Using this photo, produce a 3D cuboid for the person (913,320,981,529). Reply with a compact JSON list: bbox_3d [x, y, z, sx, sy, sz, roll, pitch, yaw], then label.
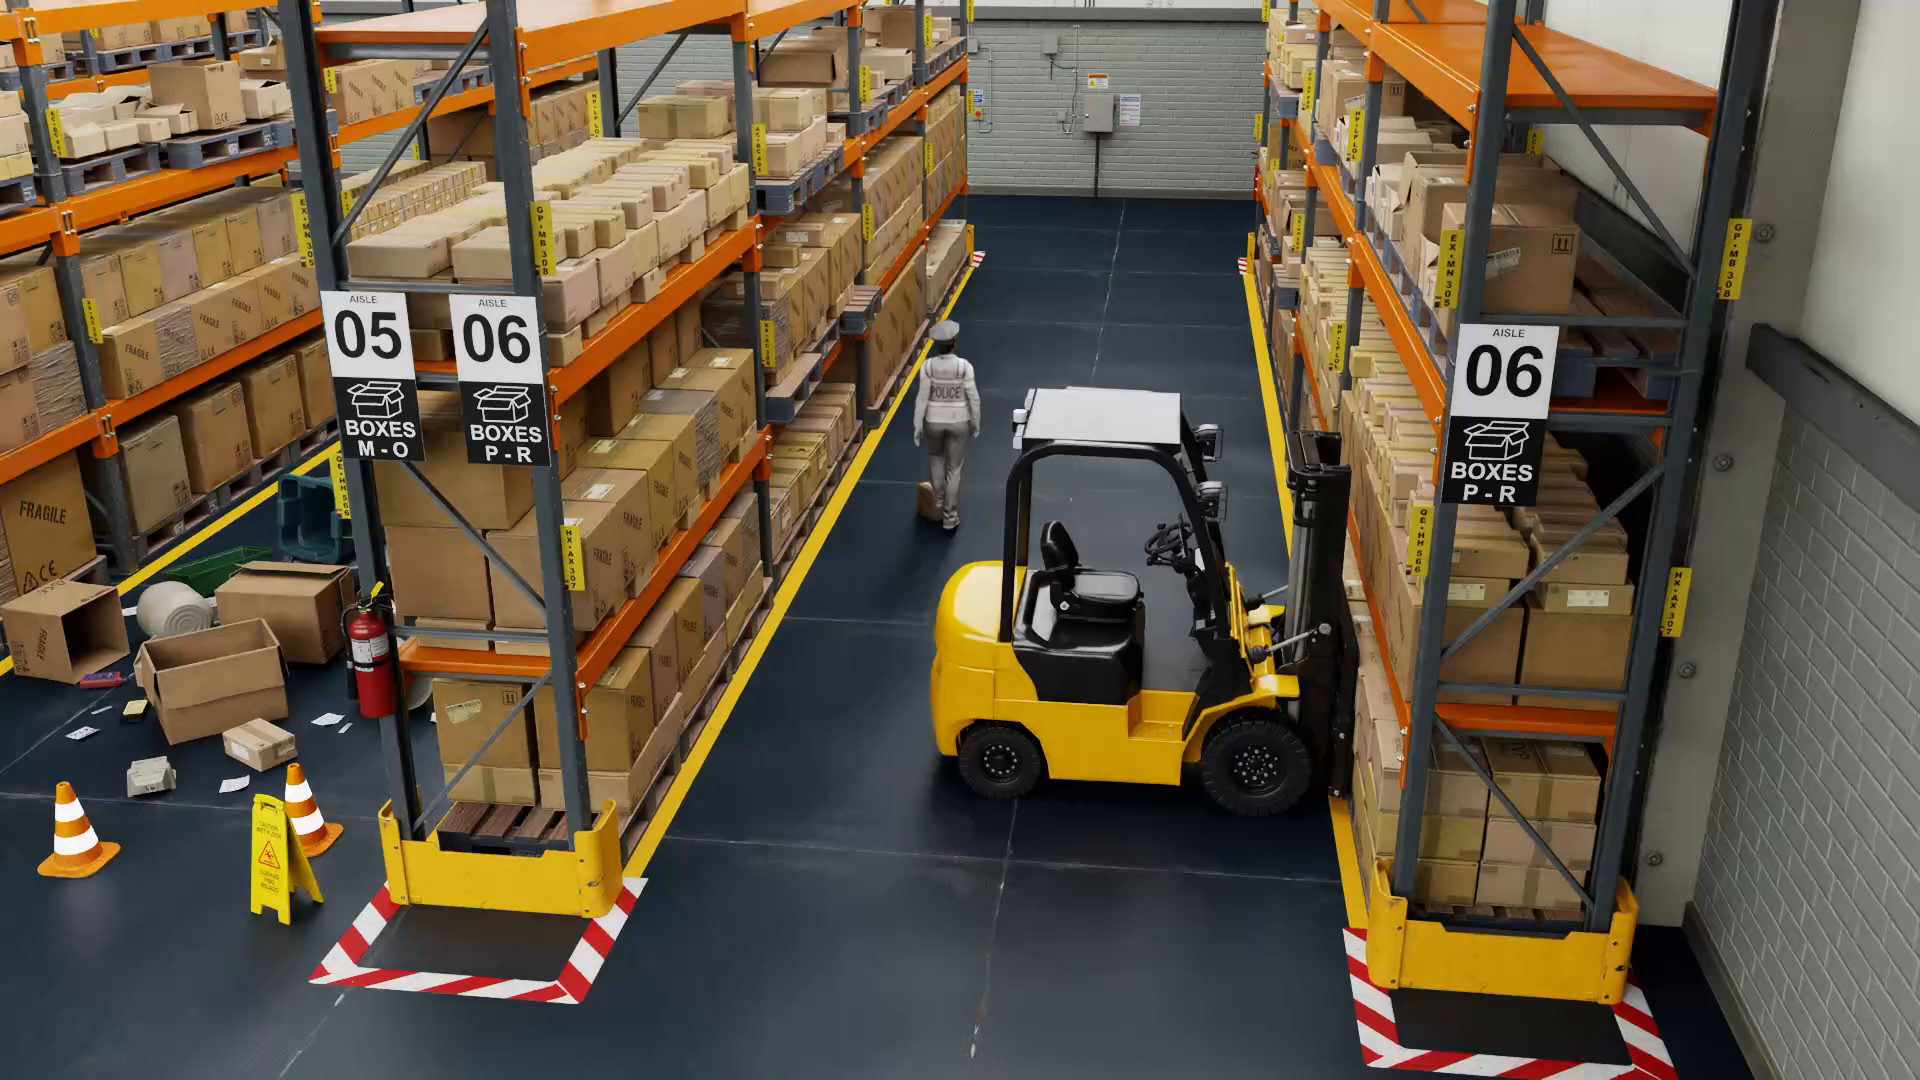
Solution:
[{"bbox_3d":[-0.094,-0.909,13.405,0.521,1.746,0.549,4,22,11],"label":"person"}]
